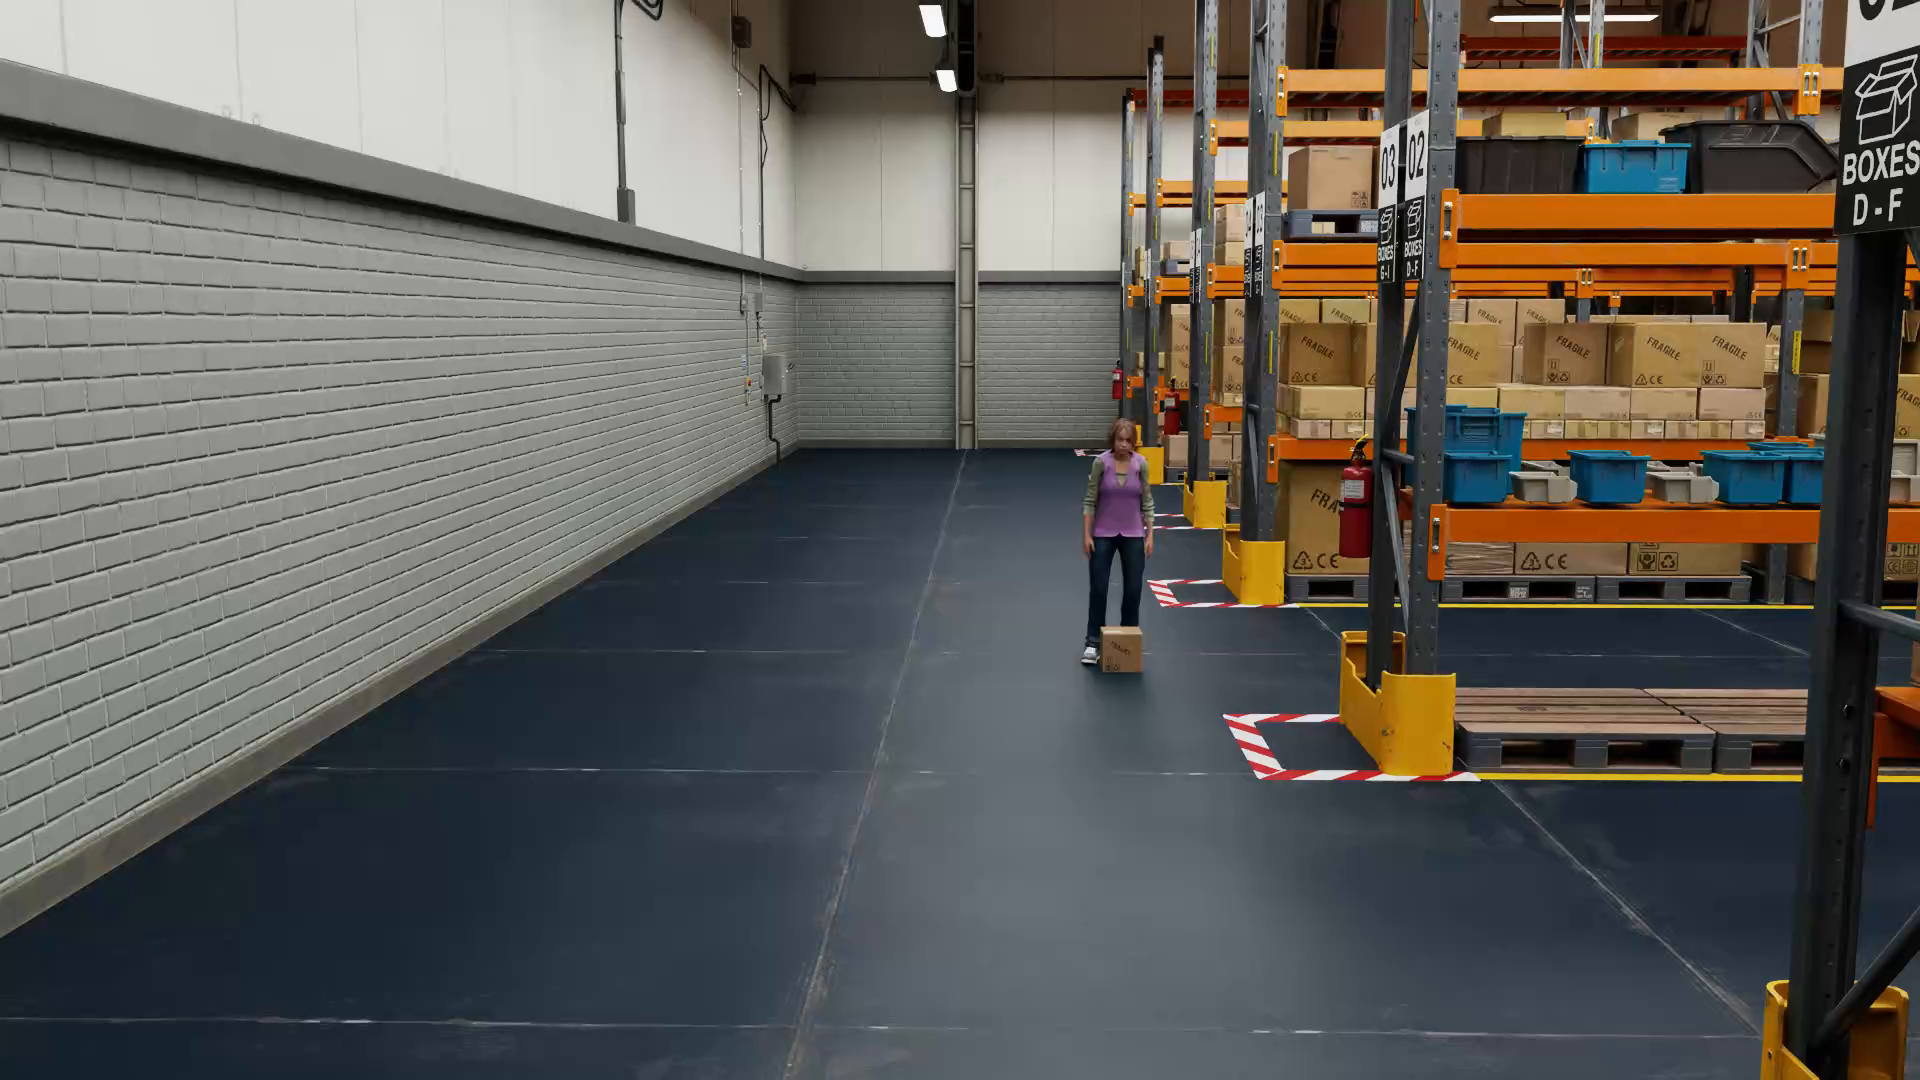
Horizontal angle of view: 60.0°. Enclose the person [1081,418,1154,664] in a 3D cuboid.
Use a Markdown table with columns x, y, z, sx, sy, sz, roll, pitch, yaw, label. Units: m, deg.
| x | y | z | sx | sy | sz | roll | pitch | yaw | label |
| --- | --- | --- | --- | --- | --- | --- | --- | --- | --- |
| 1.027 | 0.005 | 10.794 | 0.473 | 1.592 | 0.350 | 0 | 7 | 0 | person |
